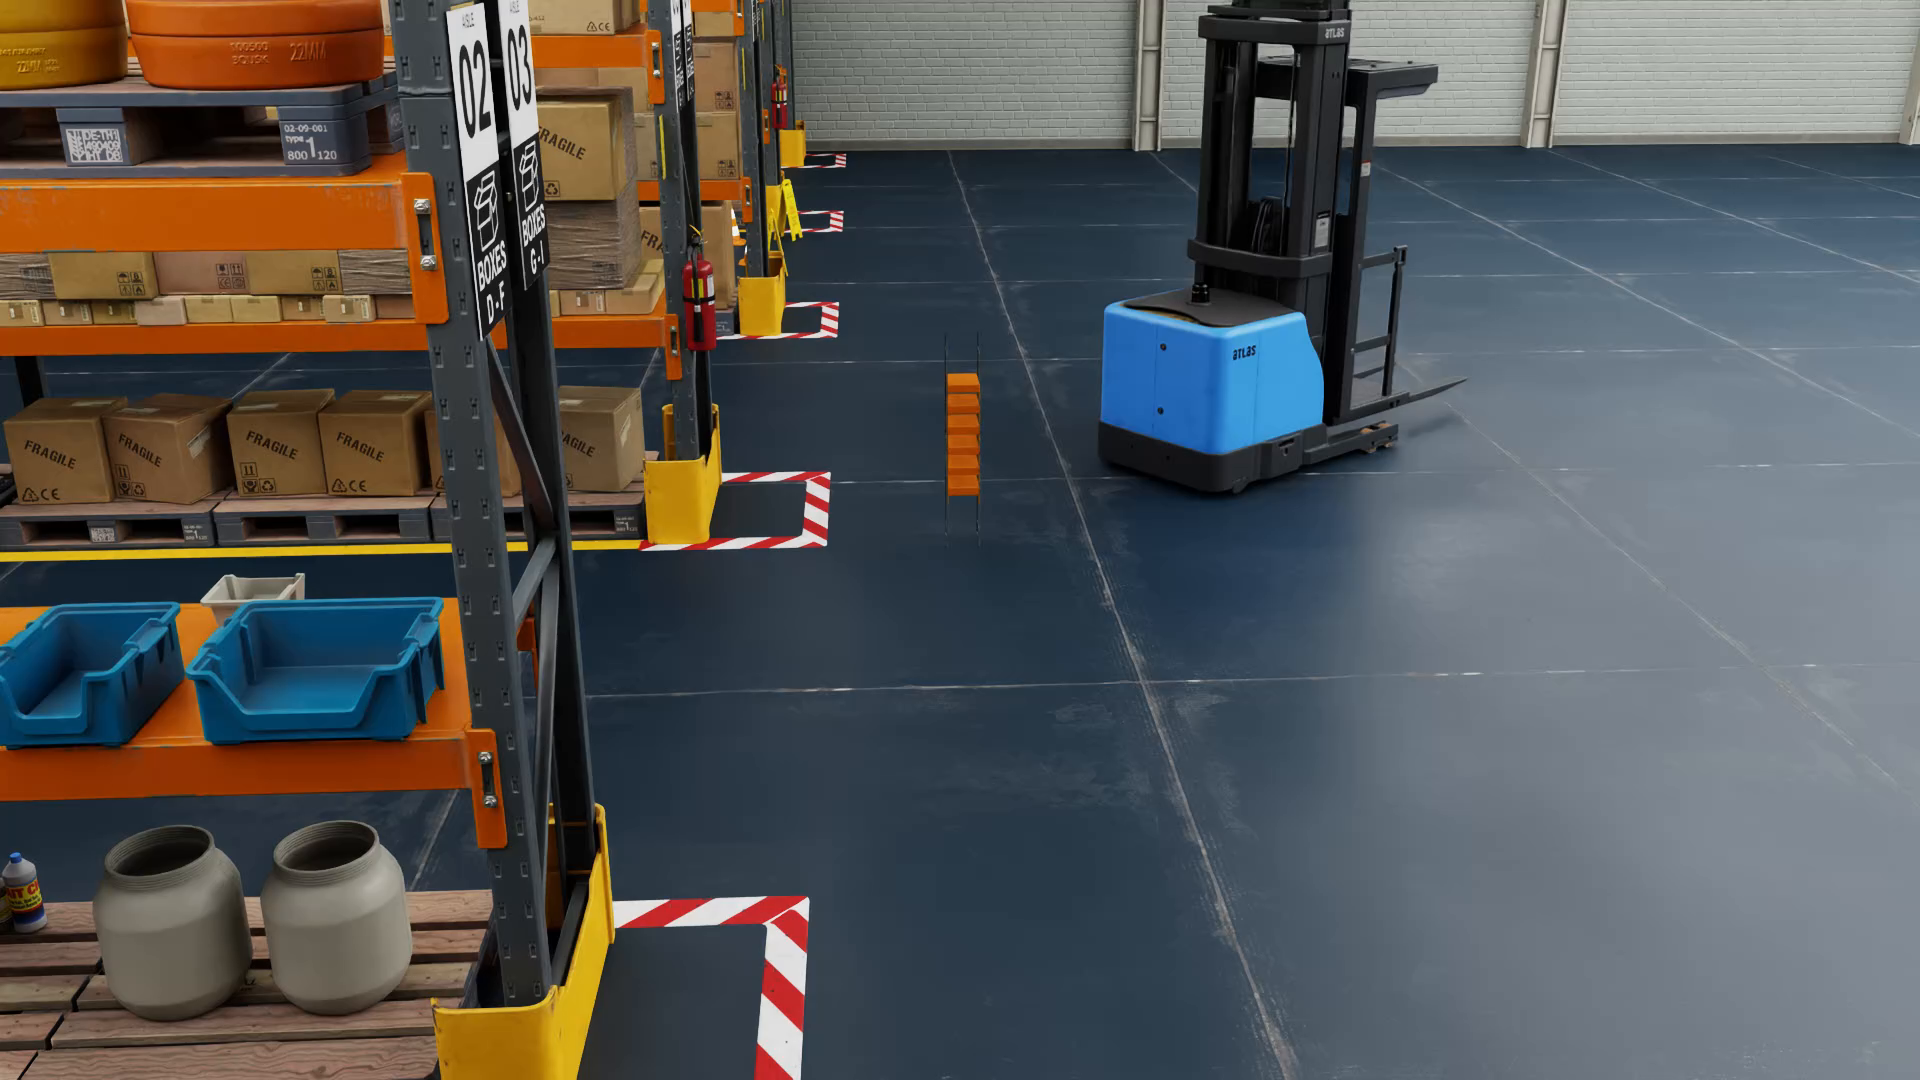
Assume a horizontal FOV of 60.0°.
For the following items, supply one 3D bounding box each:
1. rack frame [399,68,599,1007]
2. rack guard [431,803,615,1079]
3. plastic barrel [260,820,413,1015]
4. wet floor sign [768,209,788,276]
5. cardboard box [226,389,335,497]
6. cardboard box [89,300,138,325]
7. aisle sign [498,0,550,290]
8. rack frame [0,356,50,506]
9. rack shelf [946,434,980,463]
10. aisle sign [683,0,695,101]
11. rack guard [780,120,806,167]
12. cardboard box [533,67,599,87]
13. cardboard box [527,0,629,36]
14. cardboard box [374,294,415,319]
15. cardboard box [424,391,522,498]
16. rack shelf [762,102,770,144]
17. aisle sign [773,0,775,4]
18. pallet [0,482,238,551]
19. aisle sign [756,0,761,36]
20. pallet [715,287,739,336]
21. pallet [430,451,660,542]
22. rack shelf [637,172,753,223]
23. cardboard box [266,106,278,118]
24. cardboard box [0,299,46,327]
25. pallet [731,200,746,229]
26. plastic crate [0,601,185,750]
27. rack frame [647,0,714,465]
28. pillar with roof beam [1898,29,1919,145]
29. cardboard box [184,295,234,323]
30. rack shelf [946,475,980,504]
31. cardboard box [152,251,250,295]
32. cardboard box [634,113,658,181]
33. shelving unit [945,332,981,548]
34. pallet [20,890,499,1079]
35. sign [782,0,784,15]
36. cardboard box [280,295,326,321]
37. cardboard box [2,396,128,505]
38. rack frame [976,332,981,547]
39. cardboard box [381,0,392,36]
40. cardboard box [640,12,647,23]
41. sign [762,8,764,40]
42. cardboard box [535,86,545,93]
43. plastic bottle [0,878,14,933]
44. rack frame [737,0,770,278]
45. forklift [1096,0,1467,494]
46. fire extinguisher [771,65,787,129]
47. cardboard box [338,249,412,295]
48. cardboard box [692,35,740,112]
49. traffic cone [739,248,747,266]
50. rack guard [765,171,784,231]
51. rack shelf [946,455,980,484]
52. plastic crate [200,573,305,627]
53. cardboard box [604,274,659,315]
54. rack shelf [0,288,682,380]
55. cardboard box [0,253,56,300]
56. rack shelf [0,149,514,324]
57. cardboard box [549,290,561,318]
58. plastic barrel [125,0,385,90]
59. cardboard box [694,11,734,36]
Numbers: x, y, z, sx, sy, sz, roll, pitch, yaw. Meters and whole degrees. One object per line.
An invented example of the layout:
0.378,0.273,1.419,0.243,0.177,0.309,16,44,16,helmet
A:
-1.299,0.174,4.949,0.127,3.000,1.000,-1,21,-3,rack frame
-1.373,1.360,5.346,0.348,0.500,1.175,-1,21,-3,rack guard
-1.952,1.181,5.211,0.421,0.512,0.421,0,21,0,plastic barrel
-1.849,-2.953,16.471,0.232,0.644,0.267,-5,21,-12,wet floor sign
-3.987,-0.581,9.855,0.500,0.500,0.500,-3,21,-8,cardboard box
-4.596,-1.308,9.195,0.250,0.149,0.380,-1,21,-3,cardboard box
-1.244,-1.147,4.764,0.004,0.787,0.394,-1,21,-3,aisle sign
-5.576,-1.505,9.357,0.127,3.000,1.000,-1,21,-3,rack frame
0.014,-0.520,9.424,0.180,0.103,0.258,-1,21,-3,rack shelf
-1.537,-2.909,9.391,0.004,0.787,0.394,-1,21,-3,aisle sign
-2.411,-5.702,23.894,0.348,0.500,1.175,-1,21,-3,rack guard
-3.248,-3.924,13.983,0.550,0.550,0.875,-1,21,-3,cardboard box
-2.049,-2.817,8.801,0.500,0.250,0.500,-1,21,-2,cardboard box
-3.102,-1.358,9.325,0.250,0.149,0.380,-1,21,-3,cardboard box
-2.801,-0.583,9.859,0.500,0.500,0.500,4,21,11,cardboard box
-4.145,-4.729,18.838,4.000,0.370,1.077,-1,21,-3,rack shelf
-2.104,-6.432,18.647,0.004,0.787,0.394,-1,21,-3,aisle sign
-4.907,-0.228,9.922,1.213,0.211,1.003,-1,21,-3,pallet
-1.711,-4.673,14.025,0.004,0.787,0.394,-1,21,-3,aisle sign
-2.558,-2.003,14.584,1.213,0.211,1.003,-1,21,-3,pallet
-2.471,-0.277,10.052,1.213,0.211,1.003,-1,21,-3,pallet
-3.761,-2.973,14.225,4.000,0.370,1.077,-1,21,-3,rack shelf
-3.615,-2.111,8.986,0.500,0.500,0.500,-1,21,-3,cardboard box
-5.093,-1.285,9.134,0.250,0.149,0.380,-1,21,-3,cardboard box
-3.037,-3.797,19.299,1.213,0.211,1.003,-1,21,-3,pallet
-2.431,0.371,4.640,0.408,0.251,0.499,-1,21,-3,plastic crate
-1.582,-1.586,9.570,0.127,3.000,1.000,-1,21,-3,rack frame
15.035,-8.815,20.128,0.400,9.000,9.100,-1,21,-3,pillar with roof beam
-4.097,-1.319,9.222,0.250,0.149,0.380,-1,21,-3,cardboard box
0.014,-0.295,9.509,0.180,0.103,0.258,-1,21,-3,rack shelf
-4.128,-1.721,9.367,0.500,0.500,0.875,-1,21,-3,cardboard box
-2.680,-3.377,14.065,0.550,0.550,0.875,-1,21,-3,cardboard box
0.014,-0.561,9.408,0.189,1.200,0.258,-1,21,-3,shelving unit
-2.184,1.510,5.359,1.213,0.211,1.003,-1,21,-3,pallet
-2.418,-7.328,22.693,0.005,0.325,0.100,-1,21,-3,sign
-3.600,-1.341,9.281,0.250,0.149,0.380,-1,21,-3,cardboard box
-5.174,-0.527,9.711,0.500,0.500,0.500,-2,21,-5,cardboard box
0.106,-0.563,9.413,0.006,1.200,0.240,-1,21,-3,rack frame
-3.059,-2.799,8.752,0.500,0.250,0.500,-1,21,-2,cardboard box
-3.654,-5.617,18.194,0.500,0.500,0.700,-1,21,-4,cardboard box
-2.136,-5.597,18.036,0.005,0.325,0.100,-1,21,-3,sign
-2.646,-2.317,9.527,0.500,0.500,0.500,-1,21,-3,cardboard box
-3.231,1.204,5.557,0.097,0.201,0.097,0,21,0,plastic bottle
-1.764,-3.350,14.204,0.127,3.000,1.000,-1,21,-3,rack frame
2.333,-2.073,10.948,3.031,2.935,1.130,-17,27,-38,forklift
-2.007,-4.909,18.407,0.183,0.674,0.296,-1,21,-3,fire extinguisher
-3.127,-1.723,9.371,0.500,0.500,0.875,-1,21,-3,cardboard box
-2.137,-3.931,14.001,0.550,0.550,0.875,-1,21,-3,cardboard box
-2.101,-3.066,17.024,0.334,0.463,0.336,-1,21,-3,traffic cone
-2.224,-3.936,19.257,0.348,0.500,1.175,-1,21,-3,rack guard
0.014,-0.407,9.467,0.180,0.103,0.258,-1,21,-3,rack shelf
-2.211,0.201,5.249,0.250,0.136,0.298,-1,21,-3,plastic crate
-1.855,-1.389,9.407,0.250,0.149,0.380,-1,21,-3,cardboard box
-3.579,-1.209,9.592,4.000,0.370,1.077,-1,21,-3,rack shelf
-5.123,-1.677,9.253,0.500,0.500,0.875,-1,21,-3,cardboard box
-3.296,-0.851,4.437,4.000,0.370,1.077,-1,21,-3,rack shelf
-2.351,-1.361,9.333,0.250,0.149,0.380,-1,21,-3,cardboard box
-1.777,-1.570,4.120,0.708,0.830,0.600,-1,21,-3,plastic barrel
-2.645,-5.671,18.337,0.500,0.500,0.700,-2,21,-4,cardboard box
